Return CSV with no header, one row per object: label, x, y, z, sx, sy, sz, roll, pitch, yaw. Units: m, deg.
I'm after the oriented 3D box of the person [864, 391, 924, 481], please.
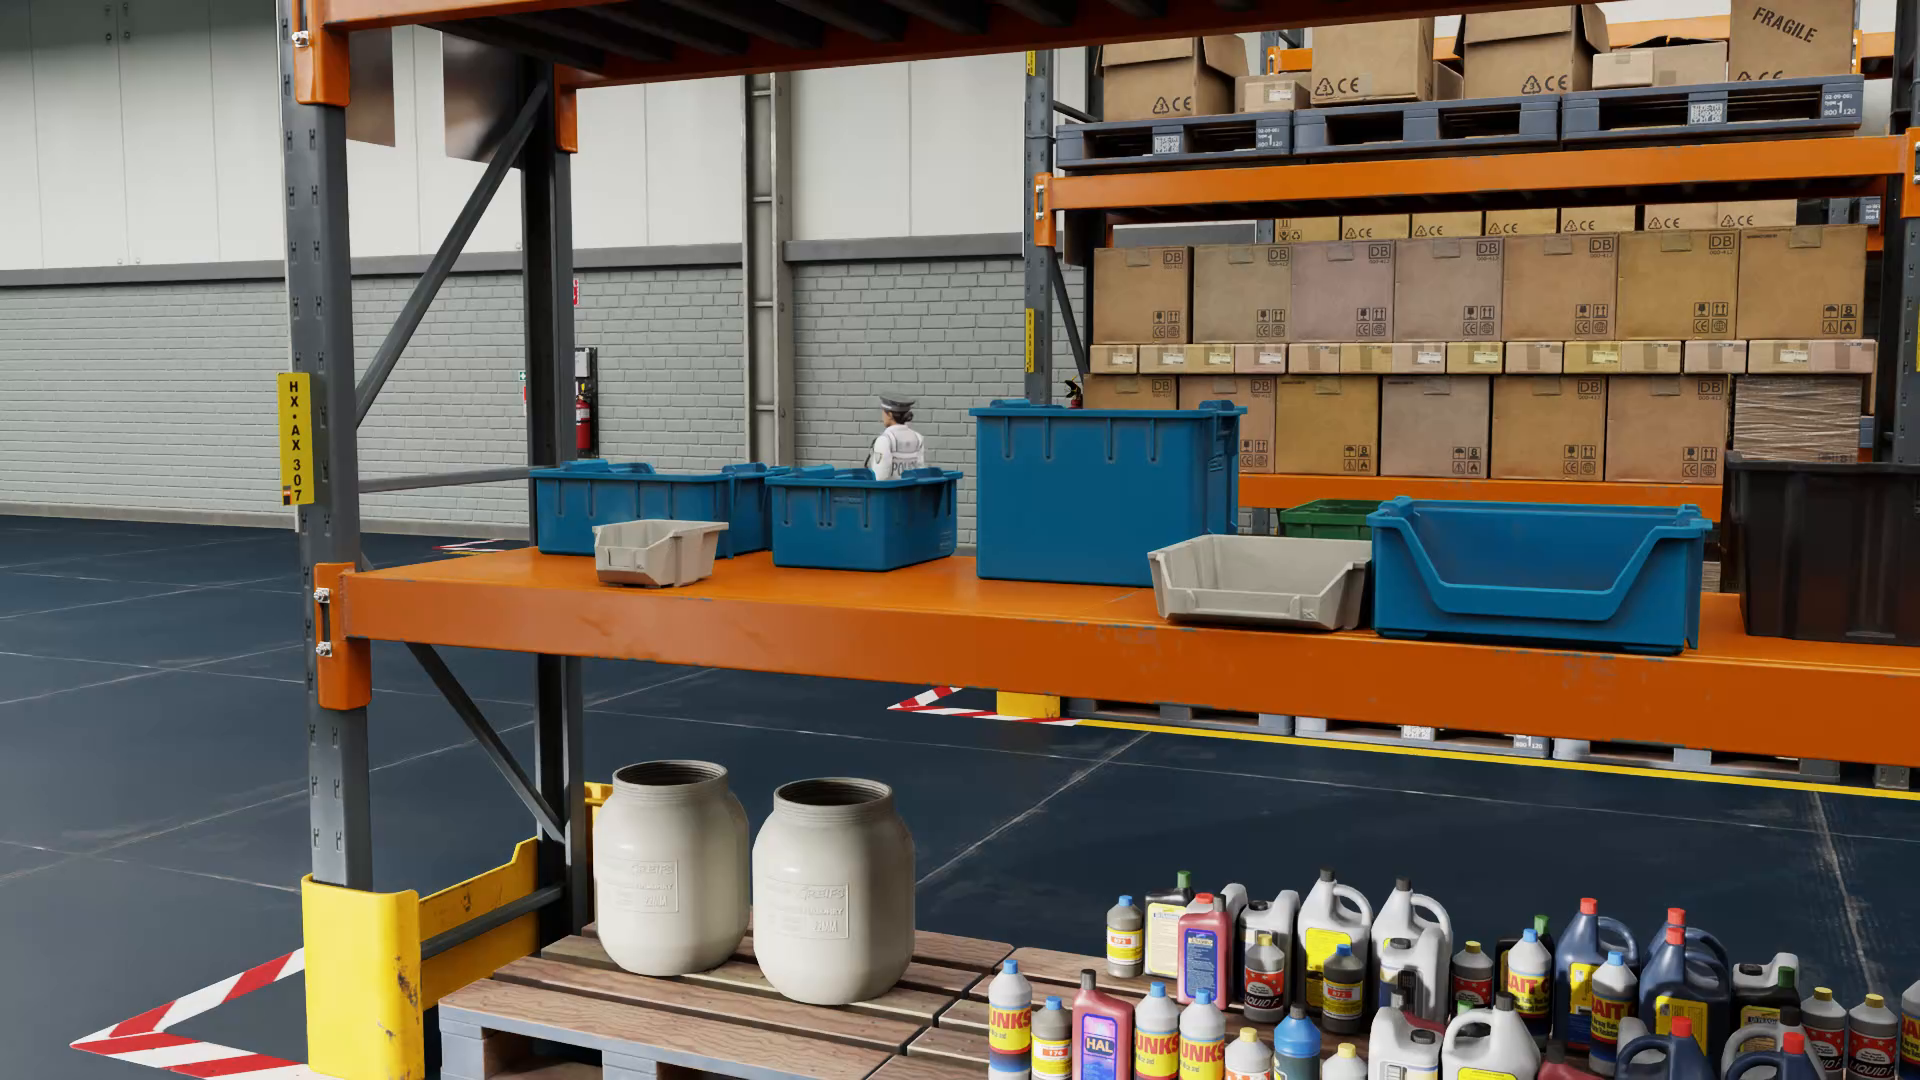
person,-0.469,-0.189,11.769,0.517,1.728,0.386,-5,8,-42
